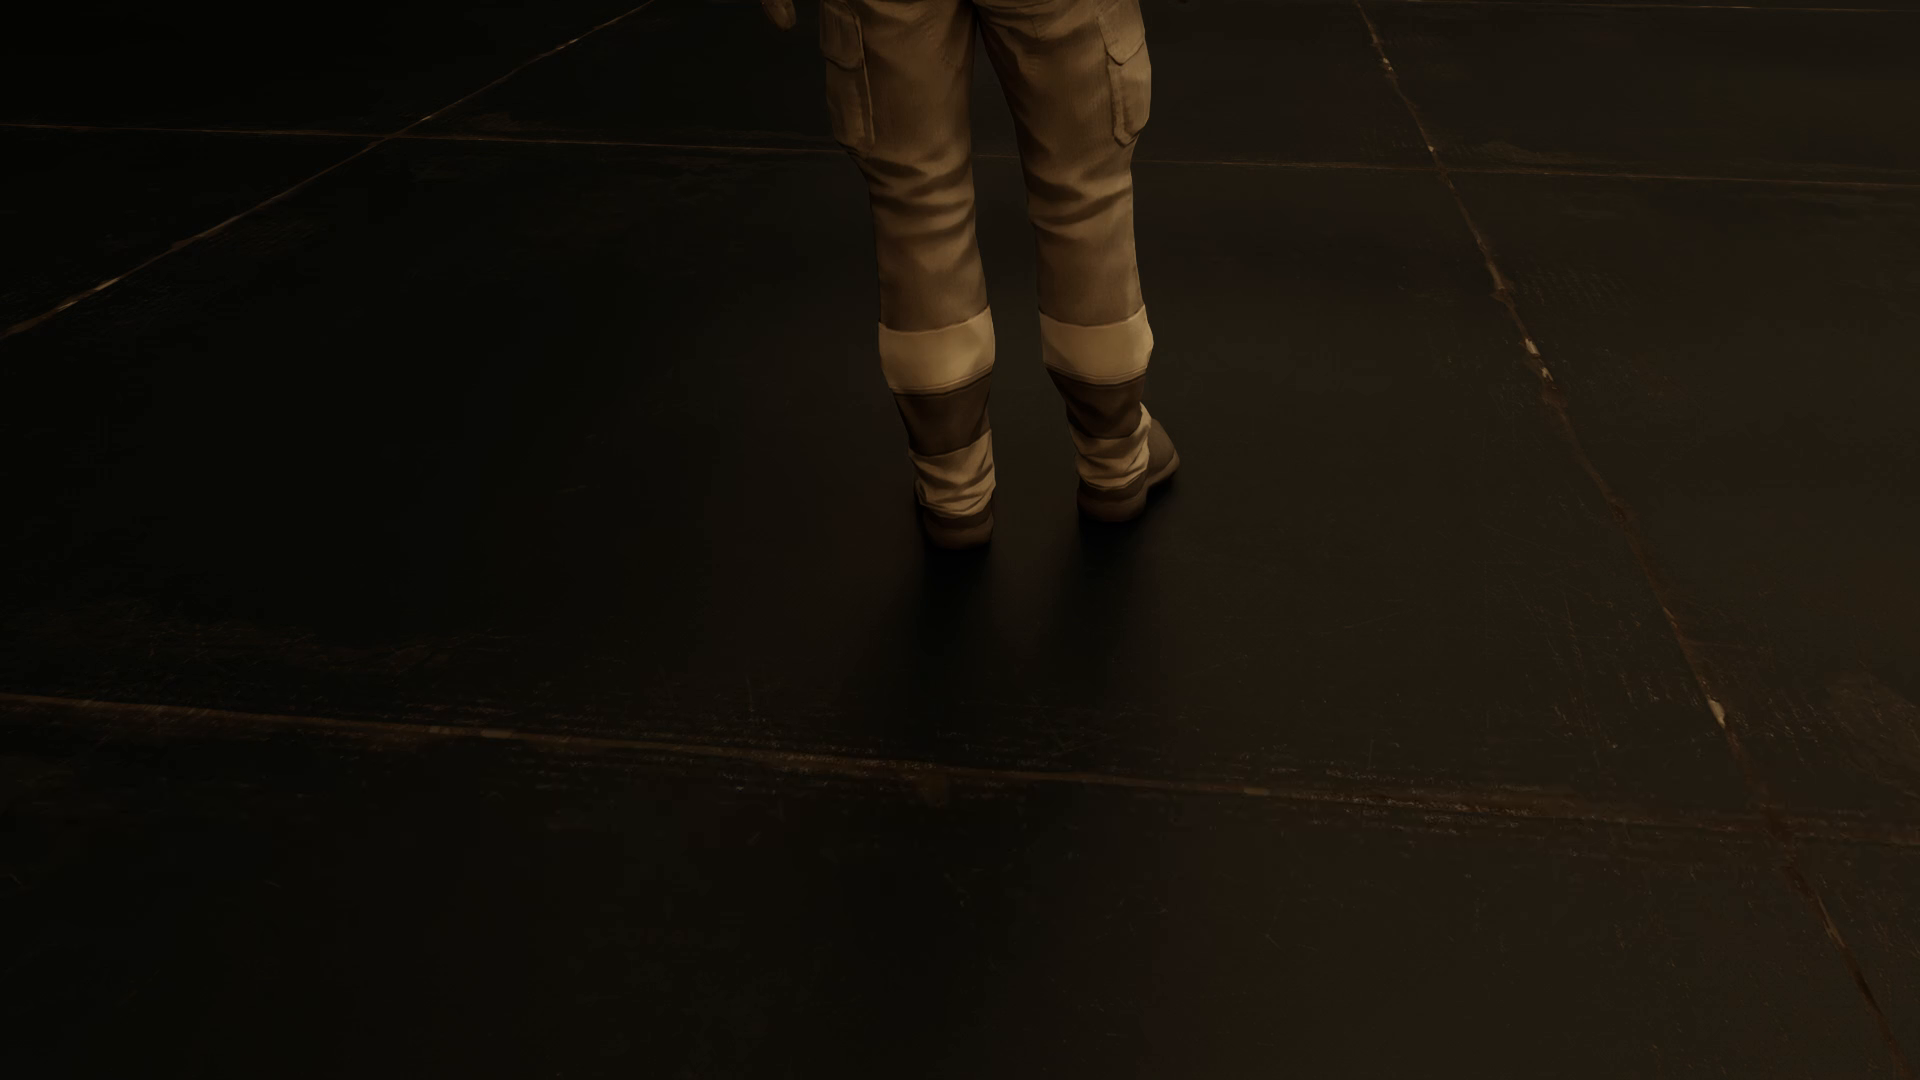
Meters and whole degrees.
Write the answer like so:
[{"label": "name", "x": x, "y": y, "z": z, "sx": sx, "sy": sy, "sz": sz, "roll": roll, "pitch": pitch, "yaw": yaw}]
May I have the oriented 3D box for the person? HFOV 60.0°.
[{"label": "person", "x": 0.022, "y": -0.842, "z": 2.167, "sx": 0.638, "sy": 1.787, "sz": 0.564, "roll": 3, "pitch": 27, "yaw": 7}]
